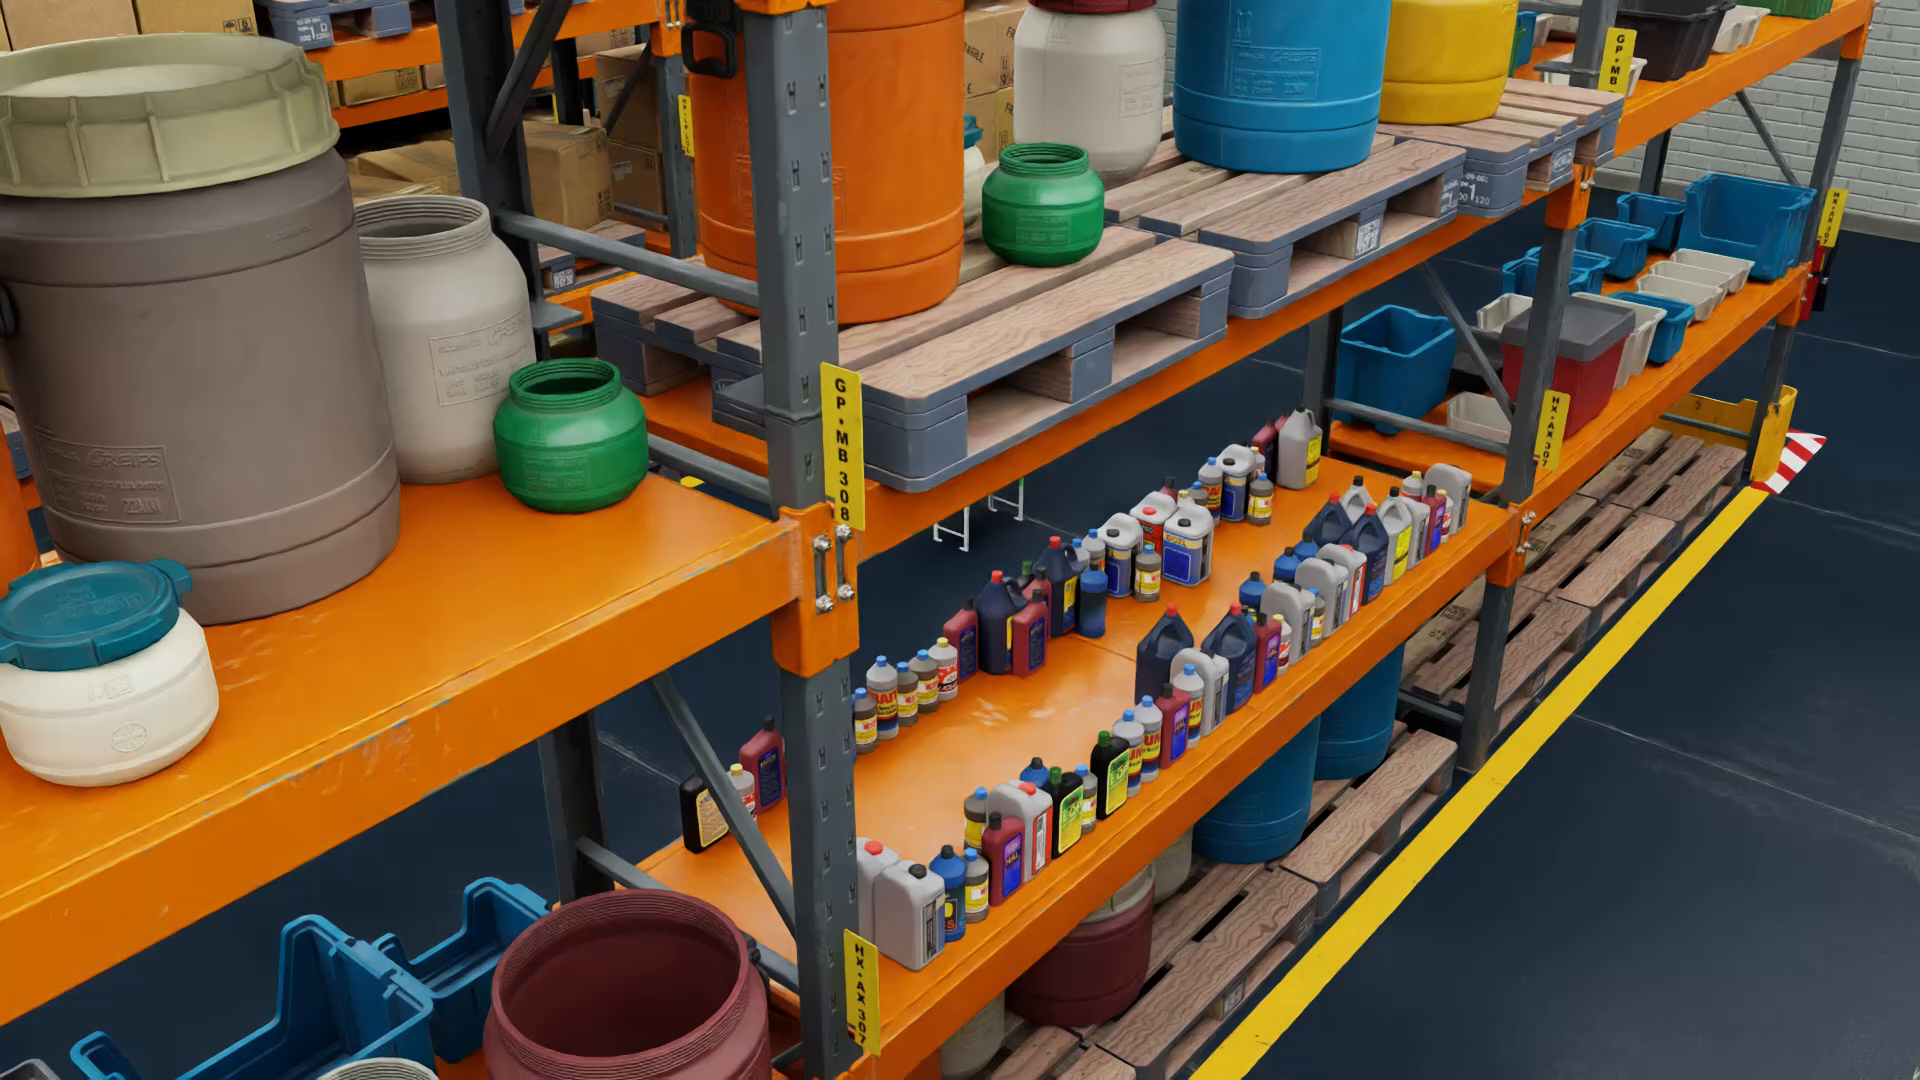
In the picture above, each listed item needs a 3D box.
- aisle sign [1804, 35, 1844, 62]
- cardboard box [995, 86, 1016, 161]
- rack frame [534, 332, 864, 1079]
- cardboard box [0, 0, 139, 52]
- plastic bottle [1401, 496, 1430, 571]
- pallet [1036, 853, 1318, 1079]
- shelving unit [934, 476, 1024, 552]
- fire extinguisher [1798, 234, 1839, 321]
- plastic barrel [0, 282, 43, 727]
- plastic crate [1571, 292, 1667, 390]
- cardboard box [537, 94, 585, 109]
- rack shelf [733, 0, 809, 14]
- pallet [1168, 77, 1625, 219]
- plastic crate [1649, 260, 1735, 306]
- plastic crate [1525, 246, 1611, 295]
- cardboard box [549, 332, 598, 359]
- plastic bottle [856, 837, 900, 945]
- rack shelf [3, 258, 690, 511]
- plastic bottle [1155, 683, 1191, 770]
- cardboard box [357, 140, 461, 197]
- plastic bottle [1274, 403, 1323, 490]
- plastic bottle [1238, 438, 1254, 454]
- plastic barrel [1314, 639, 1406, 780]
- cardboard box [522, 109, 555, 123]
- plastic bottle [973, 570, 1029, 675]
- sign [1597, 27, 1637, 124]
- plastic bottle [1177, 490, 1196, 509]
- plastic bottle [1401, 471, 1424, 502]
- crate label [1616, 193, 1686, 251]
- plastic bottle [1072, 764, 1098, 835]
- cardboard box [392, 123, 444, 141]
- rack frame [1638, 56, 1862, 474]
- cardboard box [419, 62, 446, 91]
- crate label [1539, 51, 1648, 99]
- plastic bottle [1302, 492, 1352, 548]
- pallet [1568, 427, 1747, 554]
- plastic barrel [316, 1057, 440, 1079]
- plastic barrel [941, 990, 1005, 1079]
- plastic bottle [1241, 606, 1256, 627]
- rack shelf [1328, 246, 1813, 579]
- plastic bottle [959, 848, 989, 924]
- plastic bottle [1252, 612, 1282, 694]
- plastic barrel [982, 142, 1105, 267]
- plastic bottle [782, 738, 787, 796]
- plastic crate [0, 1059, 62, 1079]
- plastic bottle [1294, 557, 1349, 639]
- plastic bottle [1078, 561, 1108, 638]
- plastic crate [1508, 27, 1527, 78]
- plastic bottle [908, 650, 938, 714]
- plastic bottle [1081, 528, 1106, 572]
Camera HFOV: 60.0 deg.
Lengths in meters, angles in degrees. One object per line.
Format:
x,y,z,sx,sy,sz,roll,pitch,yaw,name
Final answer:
4.708,-2.980,8.916,0.394,0.787,0.004,21,34,34,aisle sign
0.214,-2.955,11.589,0.500,0.500,0.500,21,34,35,cardboard box
-0.652,0.951,4.147,1.000,3.000,0.127,21,34,34,rack frame
-3.896,-2.220,6.903,0.910,0.500,0.500,21,34,34,cardboard box
1.658,-0.048,6.214,0.152,0.276,0.135,21,34,34,plastic bottle
0.593,1.467,6.184,1.003,0.211,1.213,21,34,34,pallet
0.105,-0.592,9.088,0.258,1.200,0.503,21,34,34,shelving unit
4.883,-1.606,9.580,0.296,0.674,0.183,21,34,34,fire extinguisher
-1.758,-0.112,2.470,0.600,0.830,0.708,21,34,34,plastic barrel
3.005,-0.929,7.844,0.437,0.282,0.530,21,34,34,plastic crate
-3.651,-3.970,15.218,0.380,0.149,0.250,21,34,35,cardboard box
-1.924,-0.507,1.655,1.077,0.370,4.000,21,34,34,rack shelf
1.469,-1.409,5.650,1.213,0.211,1.003,21,34,34,pallet
3.862,-1.354,8.825,0.396,0.136,0.243,21,34,34,plastic crate
3.188,-1.379,8.769,0.416,0.233,0.300,21,34,34,plastic crate
-2.423,-0.901,9.968,0.500,0.500,0.500,19,33,32,cardboard box
-0.245,0.903,4.375,0.152,0.276,0.135,21,34,34,plastic bottle
-3.200,-0.887,8.484,1.077,0.370,4.000,21,34,34,rack shelf
0.643,0.548,5.054,0.061,0.283,0.133,21,34,34,plastic bottle
-2.790,-1.782,8.864,0.500,0.500,0.700,-22,35,-36,cardboard box
1.392,-0.401,6.814,0.144,0.351,0.185,21,34,34,plastic bottle
1.124,-0.276,6.660,0.097,0.271,0.097,0,27,0,plastic bottle
1.533,0.466,6.911,0.600,0.901,0.708,21,34,34,plastic barrel
-3.679,-3.678,14.653,0.380,0.149,0.250,22,34,36,cardboard box
0.136,0.256,5.545,0.144,0.351,0.185,21,34,34,plastic bottle
2.315,-1.642,5.885,0.100,0.325,0.005,21,34,34,sign
0.852,-0.094,6.384,0.097,0.201,0.097,0,27,0,plastic bottle
1.783,-0.174,6.539,0.097,0.201,0.097,0,27,0,plastic bottle
4.025,-1.846,9.671,0.416,0.233,0.303,21,34,34,crate label
0.346,0.736,4.779,0.097,0.201,0.097,0,27,0,plastic bottle
-4.618,-3.431,14.175,0.380,0.149,0.250,20,33,34,cardboard box
4.436,-1.885,9.630,1.000,3.000,0.127,21,34,34,rack frame
-4.471,-4.201,13.780,0.980,0.700,0.700,19,33,32,cardboard box
2.426,-1.771,6.432,0.293,0.136,0.466,21,34,34,crate label
1.331,0.000,6.039,0.144,0.351,0.185,21,34,34,plastic bottle
3.882,-0.366,9.727,1.003,0.211,1.213,21,34,34,pallet
-1.142,1.329,3.295,0.421,0.512,0.421,0,27,0,plastic barrel
-0.064,1.465,5.404,0.421,0.512,0.421,0,27,0,plastic barrel
0.920,0.341,5.466,0.097,0.271,0.097,0,27,0,plastic bottle
3.164,-0.857,8.424,1.077,0.370,4.000,21,34,34,rack shelf
0.029,0.913,4.437,0.097,0.201,0.097,0,27,0,plastic bottle
0.993,0.353,5.431,0.061,0.283,0.133,21,34,34,plastic bottle
0.199,-0.807,3.993,0.294,0.245,0.294,0,27,0,plastic barrel
-0.490,0.654,4.938,0.097,0.201,0.097,0,27,0,plastic bottle
-1.916,1.406,3.197,0.402,0.464,0.583,21,34,34,plastic crate
1.252,0.178,5.776,0.152,0.276,0.135,21,34,34,plastic bottle
0.460,0.198,5.743,0.097,0.271,0.097,0,27,0,plastic bottle
1.928,-1.944,6.709,0.450,0.188,0.662,21,34,34,plastic crate
-0.118,0.447,5.338,0.097,0.201,0.097,0,27,0,plastic bottle
0.472,0.087,5.958,0.097,0.271,0.097,0,27,0,plastic bottle
